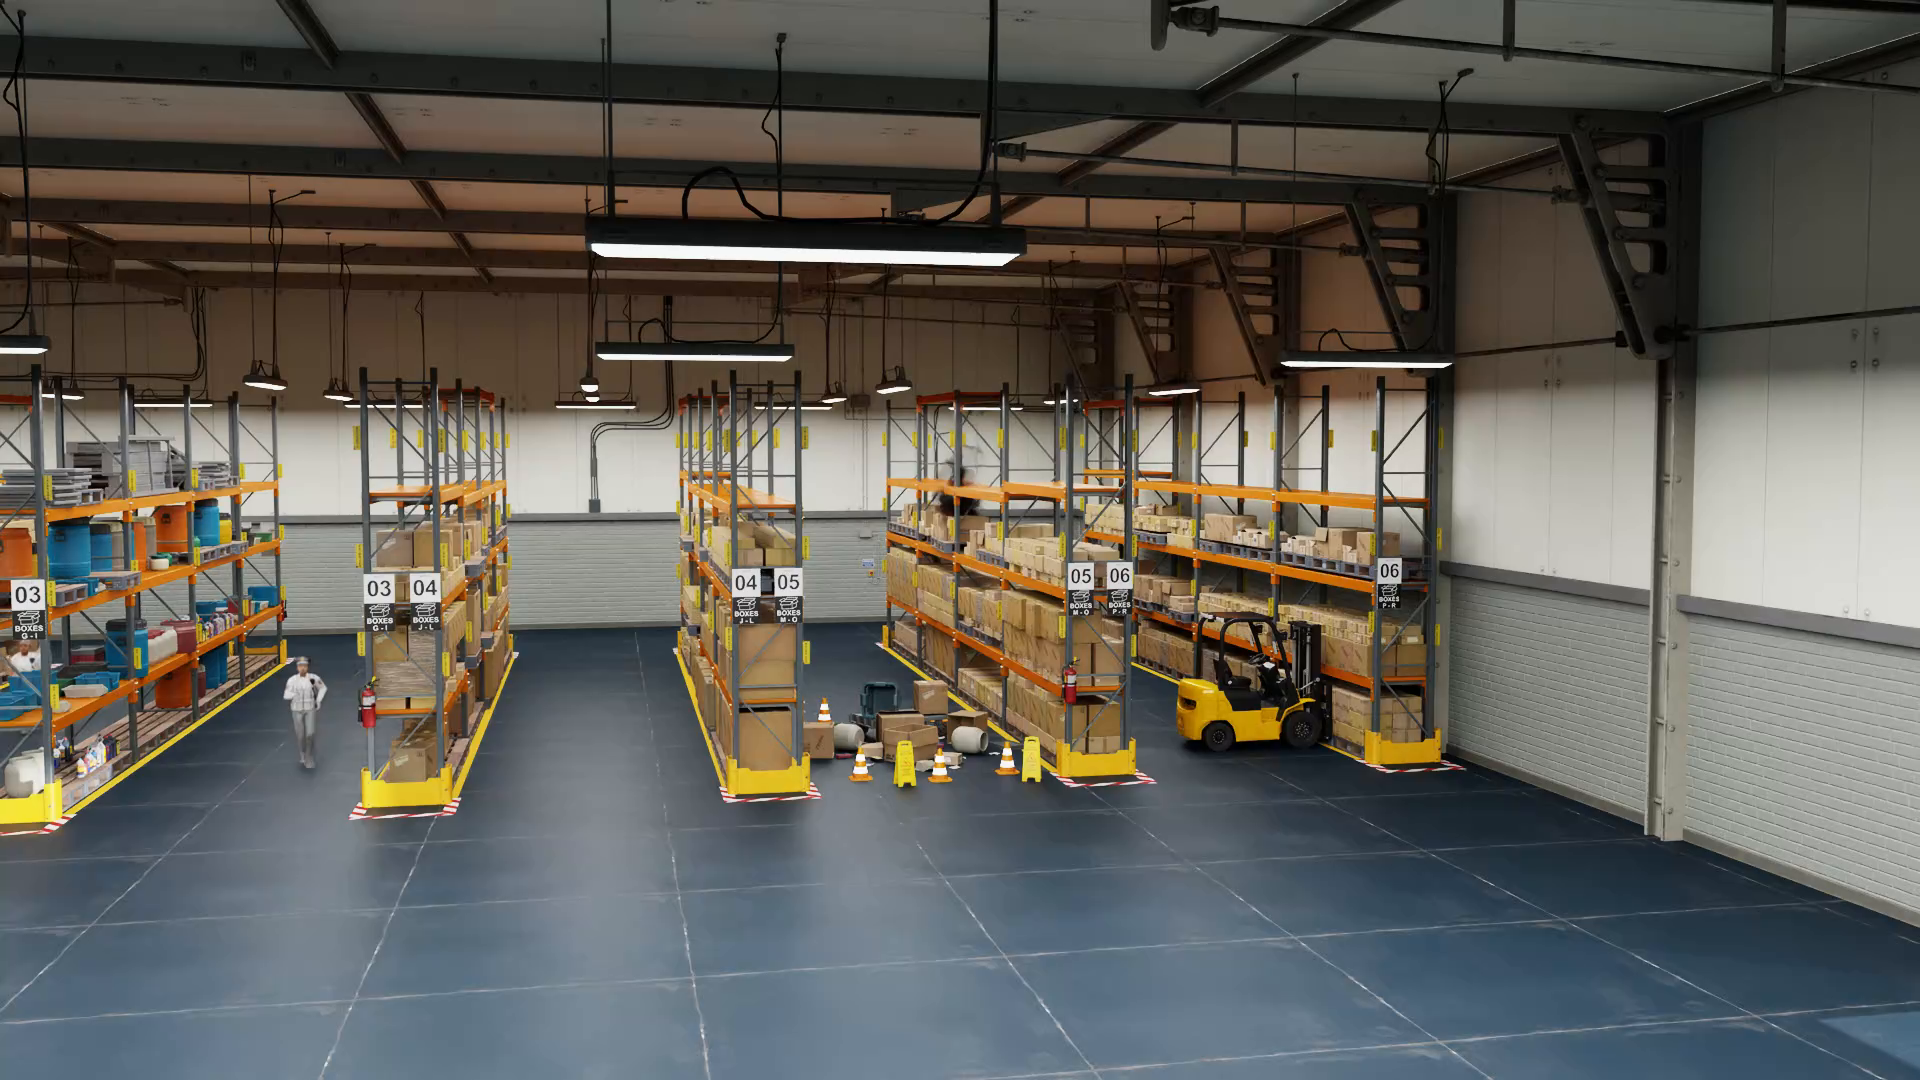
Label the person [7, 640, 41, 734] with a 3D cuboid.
[{"bbox_3d":[-15.974,2.501,28.431,0.603,1.617,0.542,-1,4,-18],"label":"person"}]

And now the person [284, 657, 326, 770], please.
[{"bbox_3d":[-10.027,2.644,25.453,0.592,1.734,0.684,-1,4,-16],"label":"person"}]
